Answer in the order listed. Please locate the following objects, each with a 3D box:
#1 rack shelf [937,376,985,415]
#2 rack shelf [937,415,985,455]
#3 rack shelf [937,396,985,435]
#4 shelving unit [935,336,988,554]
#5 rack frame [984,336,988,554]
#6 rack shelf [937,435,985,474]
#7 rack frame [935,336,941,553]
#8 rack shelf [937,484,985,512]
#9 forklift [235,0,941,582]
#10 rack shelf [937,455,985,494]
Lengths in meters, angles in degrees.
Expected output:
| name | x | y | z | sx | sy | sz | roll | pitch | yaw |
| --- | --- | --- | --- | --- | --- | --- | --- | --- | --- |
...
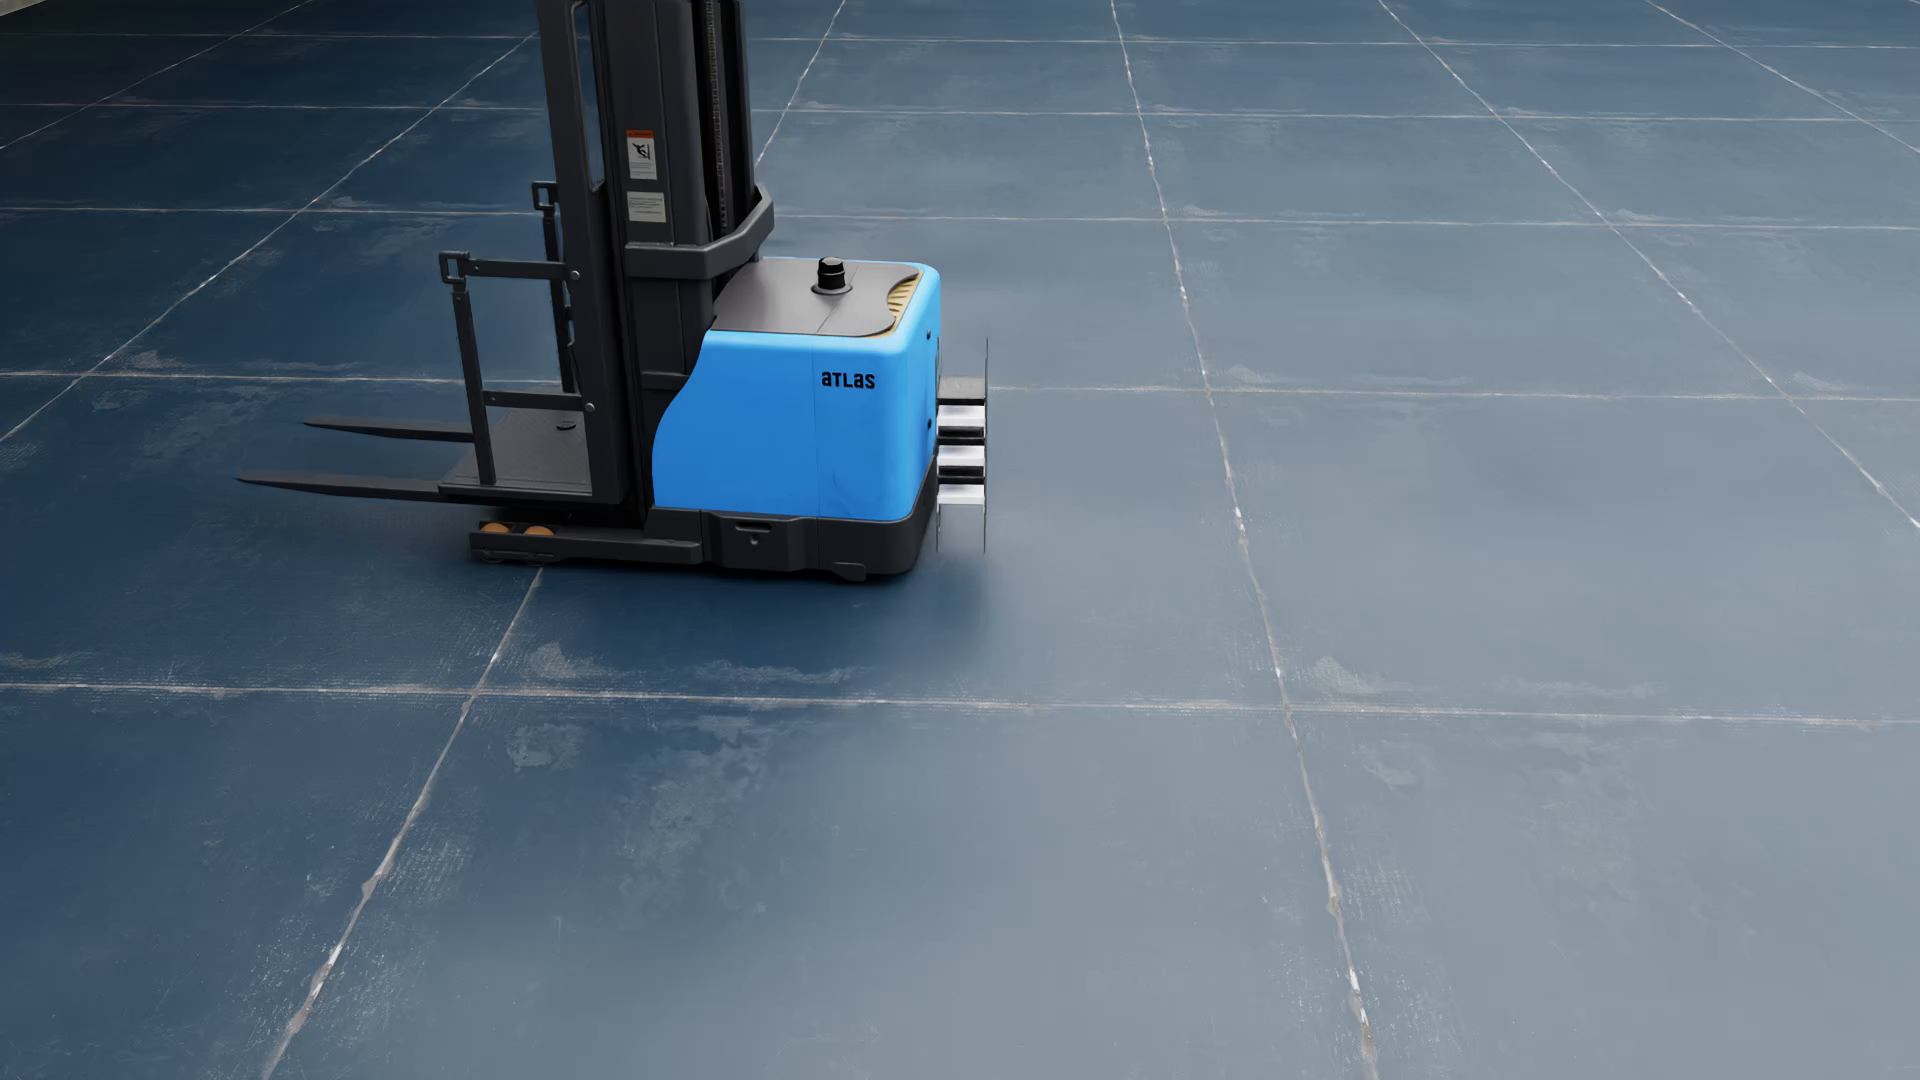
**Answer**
| name | x | y | z | sx | sy | sz | roll | pitch | yaw |
| --- | --- | --- | --- | --- | --- | --- | --- | --- | --- |
| rack shelf | 0.008 | -0.607 | 6.928 | 0.200 | 0.077 | 0.258 | 1 | 28 | 2 |
| rack shelf | 0.008 | -0.448 | 7.012 | 0.200 | 0.077 | 0.258 | 1 | 28 | 2 |
| rack shelf | 0.008 | -0.527 | 6.970 | 0.200 | 0.077 | 0.258 | 1 | 28 | 2 |
| shelving unit | 0.008 | -0.397 | 7.039 | 0.210 | 0.900 | 0.258 | 1 | 28 | 2 |
| rack frame | 0.110 | -0.396 | 7.036 | 0.006 | 0.900 | 0.240 | 1 | 28 | 2 |
| rack shelf | 0.008 | -0.368 | 7.055 | 0.200 | 0.077 | 0.258 | 1 | 28 | 2 |
| rack frame | -0.093 | -0.399 | 7.042 | 0.006 | 0.900 | 0.240 | 1 | 28 | 2 |
| rack shelf | 0.008 | -0.209 | 7.139 | 0.200 | 0.077 | 0.258 | 1 | 28 | 2 |
| forklift | -1.633 | -1.424 | 6.807 | 3.031 | 2.935 | 1.130 | 4 | 28 | 7 |
| rack shelf | 0.008 | -0.288 | 7.097 | 0.200 | 0.077 | 0.258 | 1 | 28 | 2 |
